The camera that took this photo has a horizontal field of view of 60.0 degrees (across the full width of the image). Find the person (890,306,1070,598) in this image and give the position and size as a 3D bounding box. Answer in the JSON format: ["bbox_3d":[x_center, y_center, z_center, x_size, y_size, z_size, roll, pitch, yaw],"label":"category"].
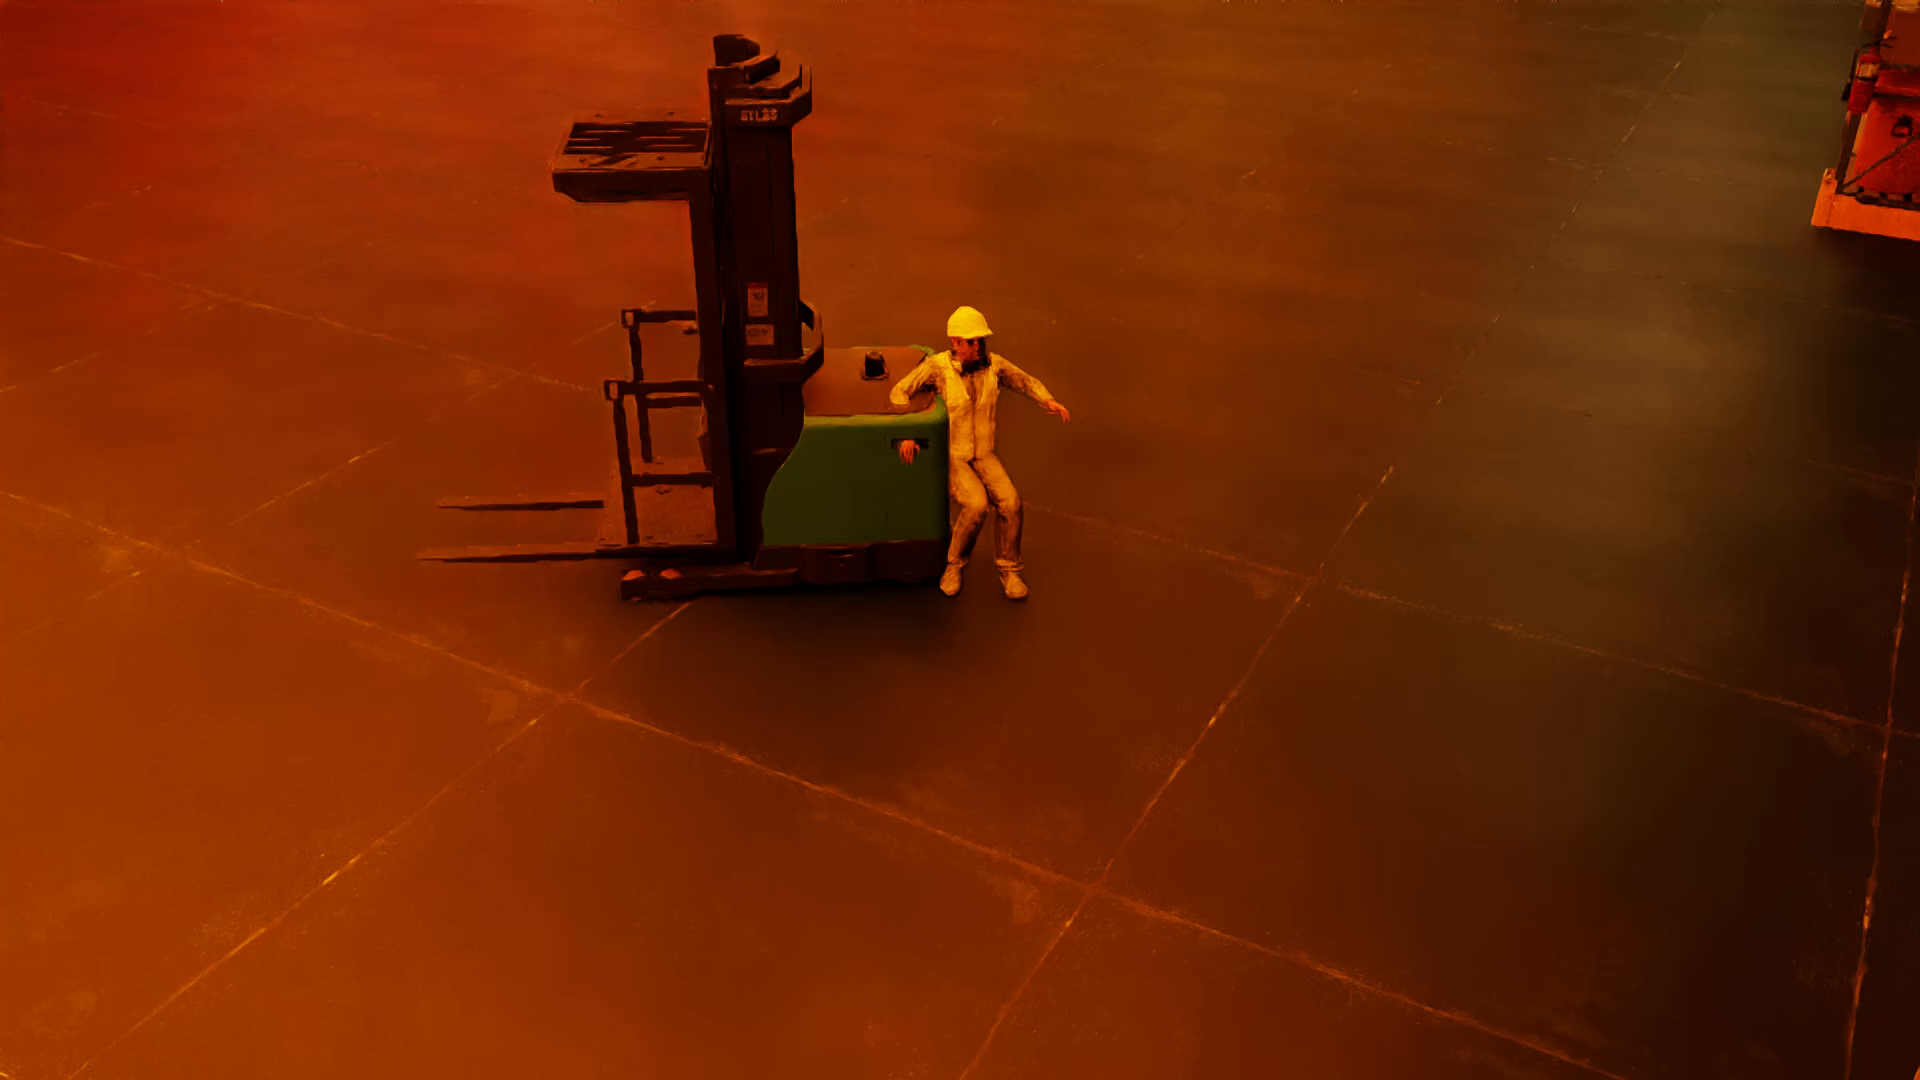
[{"bbox_3d":[0.119,-0.488,9.317,0.966,1.539,0.862,-20,35,-30],"label":"person"}]

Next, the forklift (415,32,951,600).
[{"bbox_3d":[-1.594,-1.203,9.156,3.031,2.935,1.130,-2,30,-4],"label":"forklift"}]
